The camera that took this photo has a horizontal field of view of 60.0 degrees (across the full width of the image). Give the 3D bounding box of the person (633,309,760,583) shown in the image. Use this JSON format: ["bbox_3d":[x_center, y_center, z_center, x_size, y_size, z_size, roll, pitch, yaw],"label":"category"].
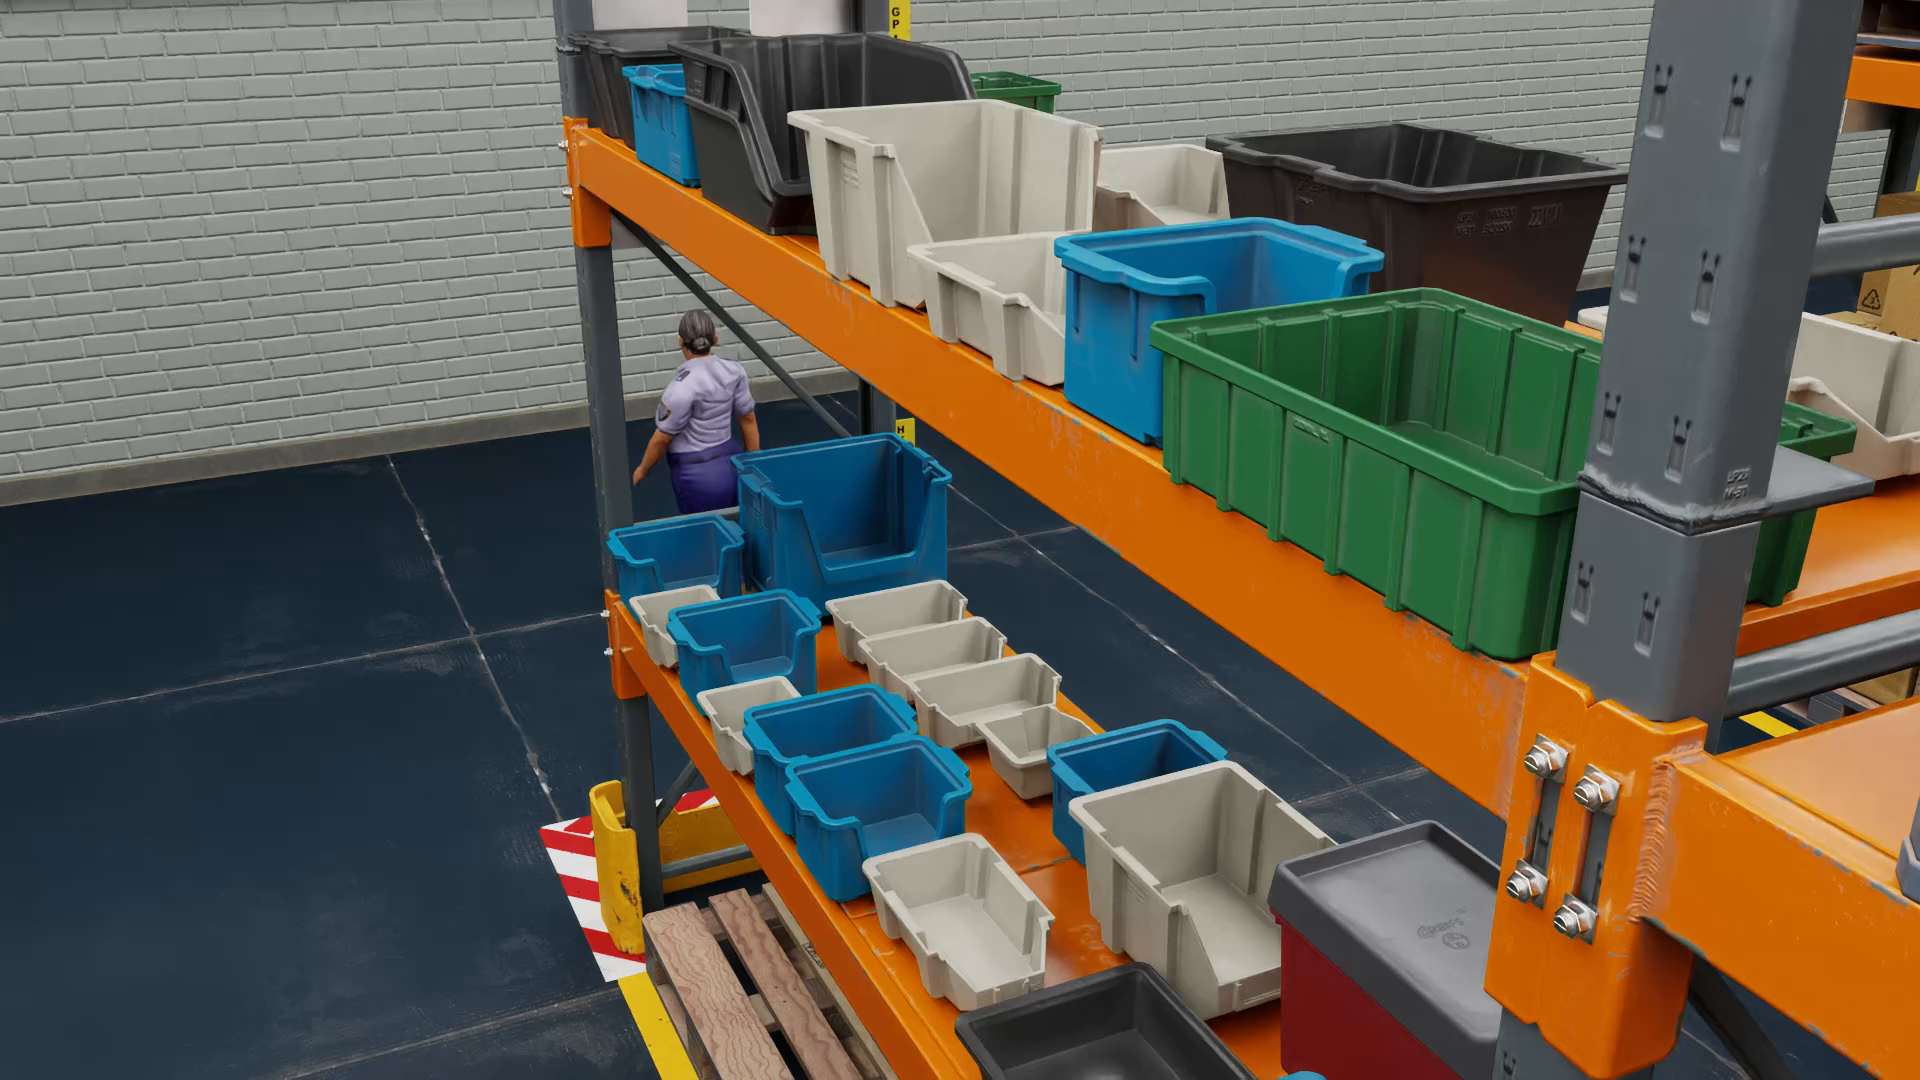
[{"bbox_3d":[-1.270,-0.284,7.791,0.735,1.647,0.476,10,24,22],"label":"person"}]
